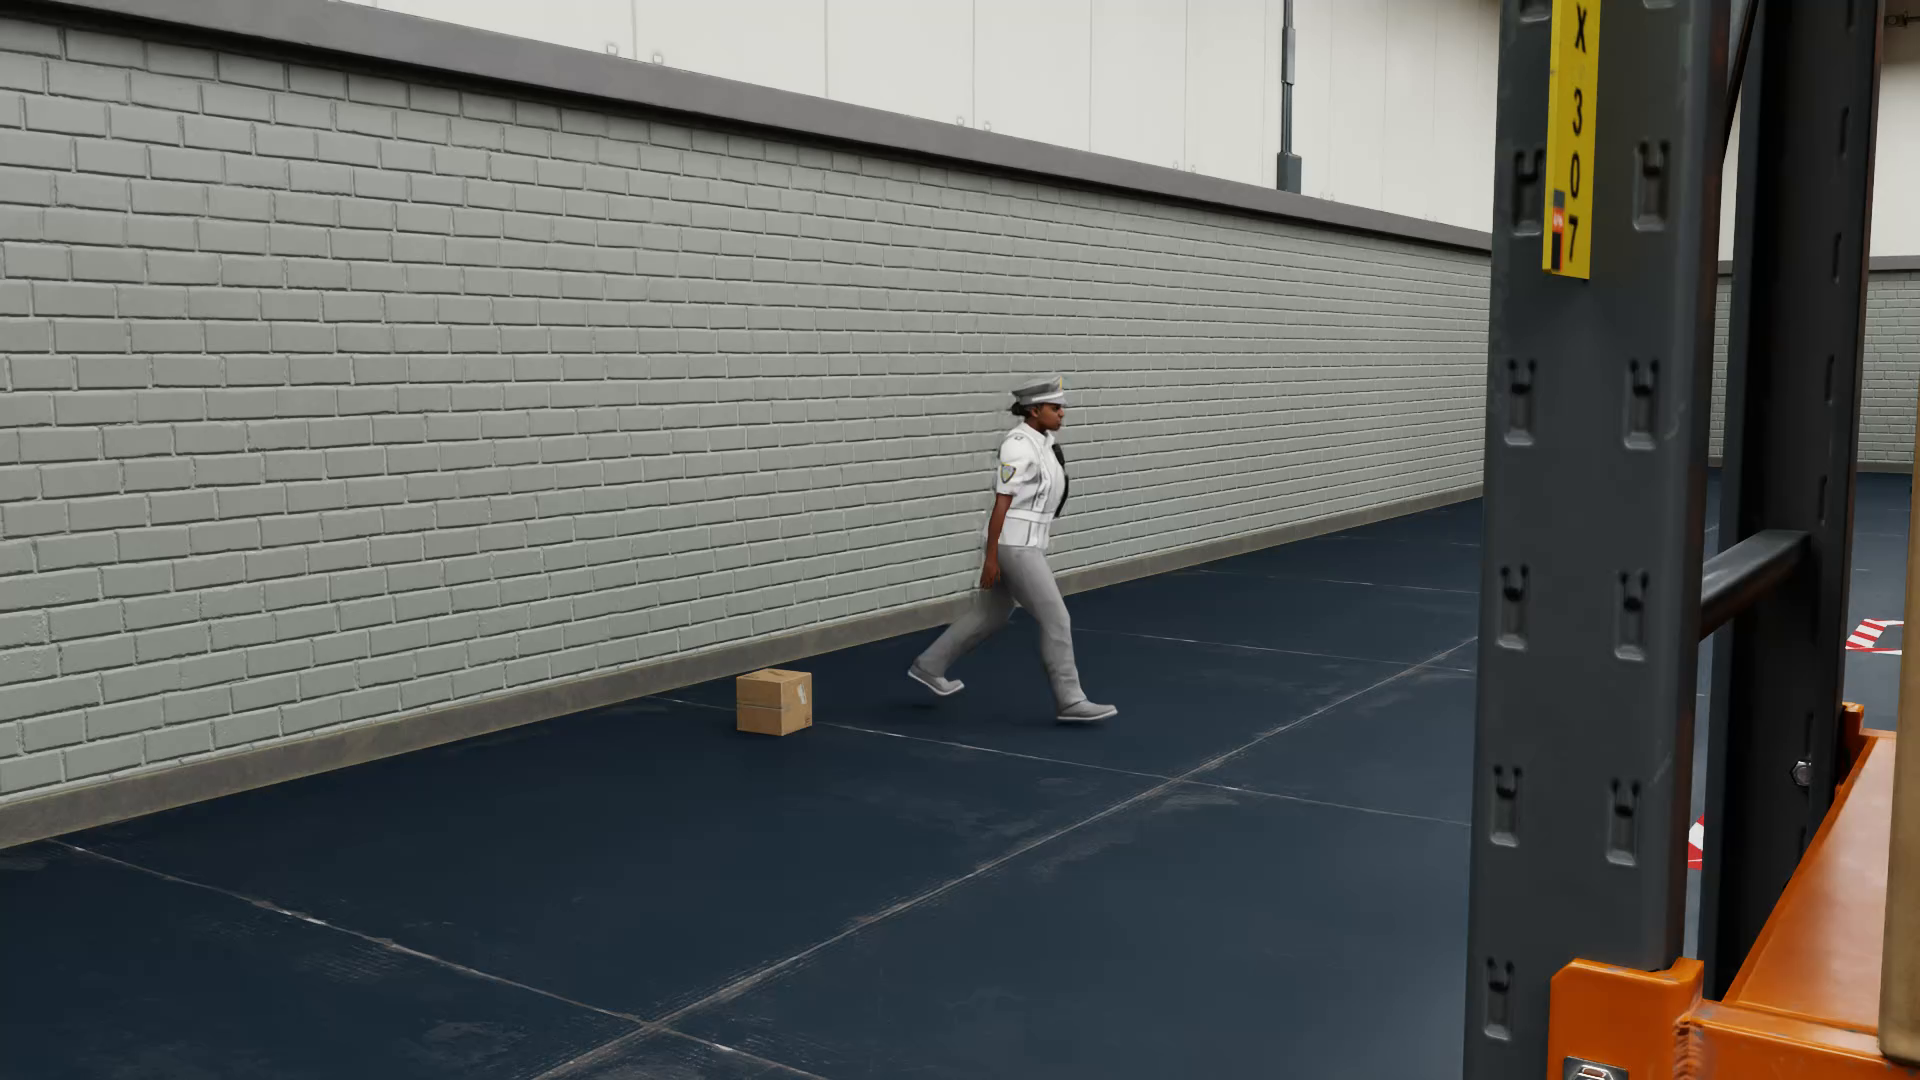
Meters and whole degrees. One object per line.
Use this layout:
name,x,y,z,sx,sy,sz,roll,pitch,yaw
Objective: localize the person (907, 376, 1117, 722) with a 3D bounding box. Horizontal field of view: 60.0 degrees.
person,0.251,0.029,7.854,1.054,1.607,0.449,2,7,15
